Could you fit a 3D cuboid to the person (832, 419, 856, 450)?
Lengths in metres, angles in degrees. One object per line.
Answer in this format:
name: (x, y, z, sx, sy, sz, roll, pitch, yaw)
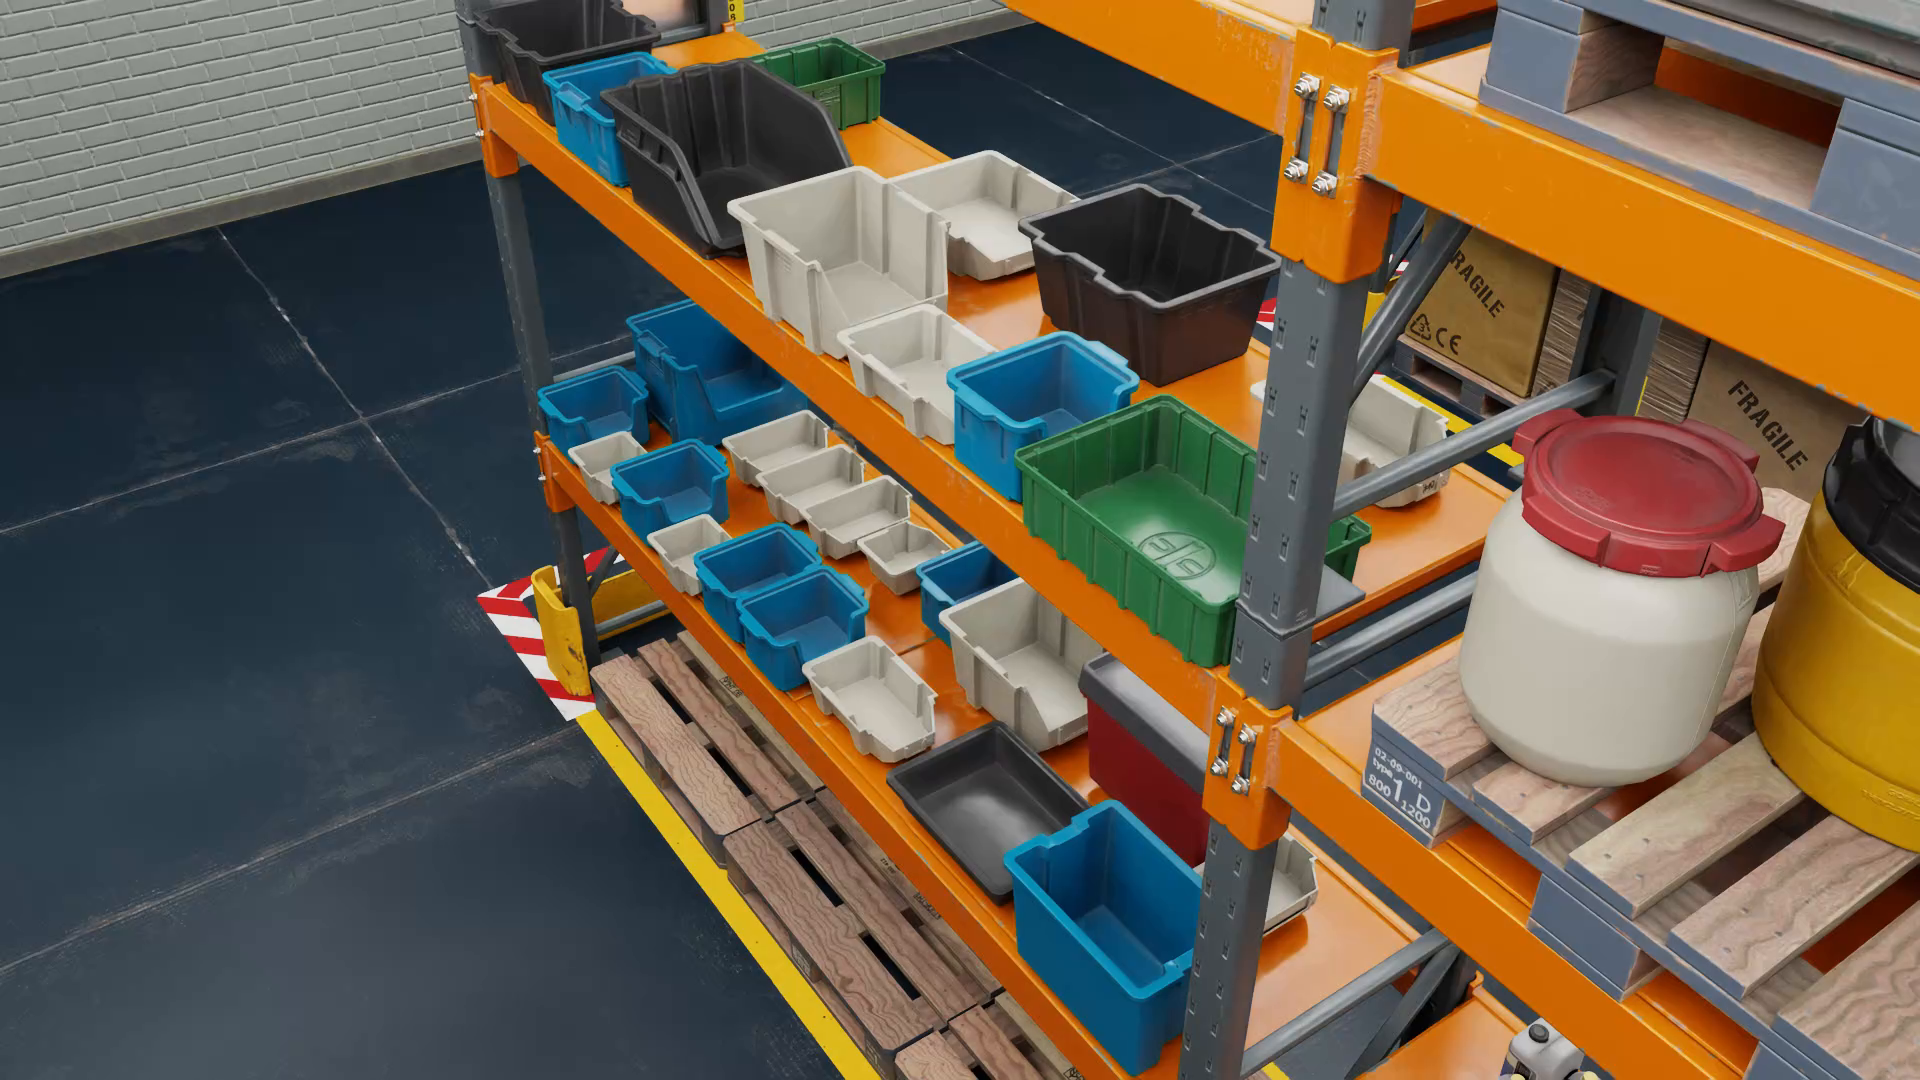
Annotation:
person: (-0.459, -1.048, 8.401, 0.907, 1.639, 0.545, 25, 43, 30)
